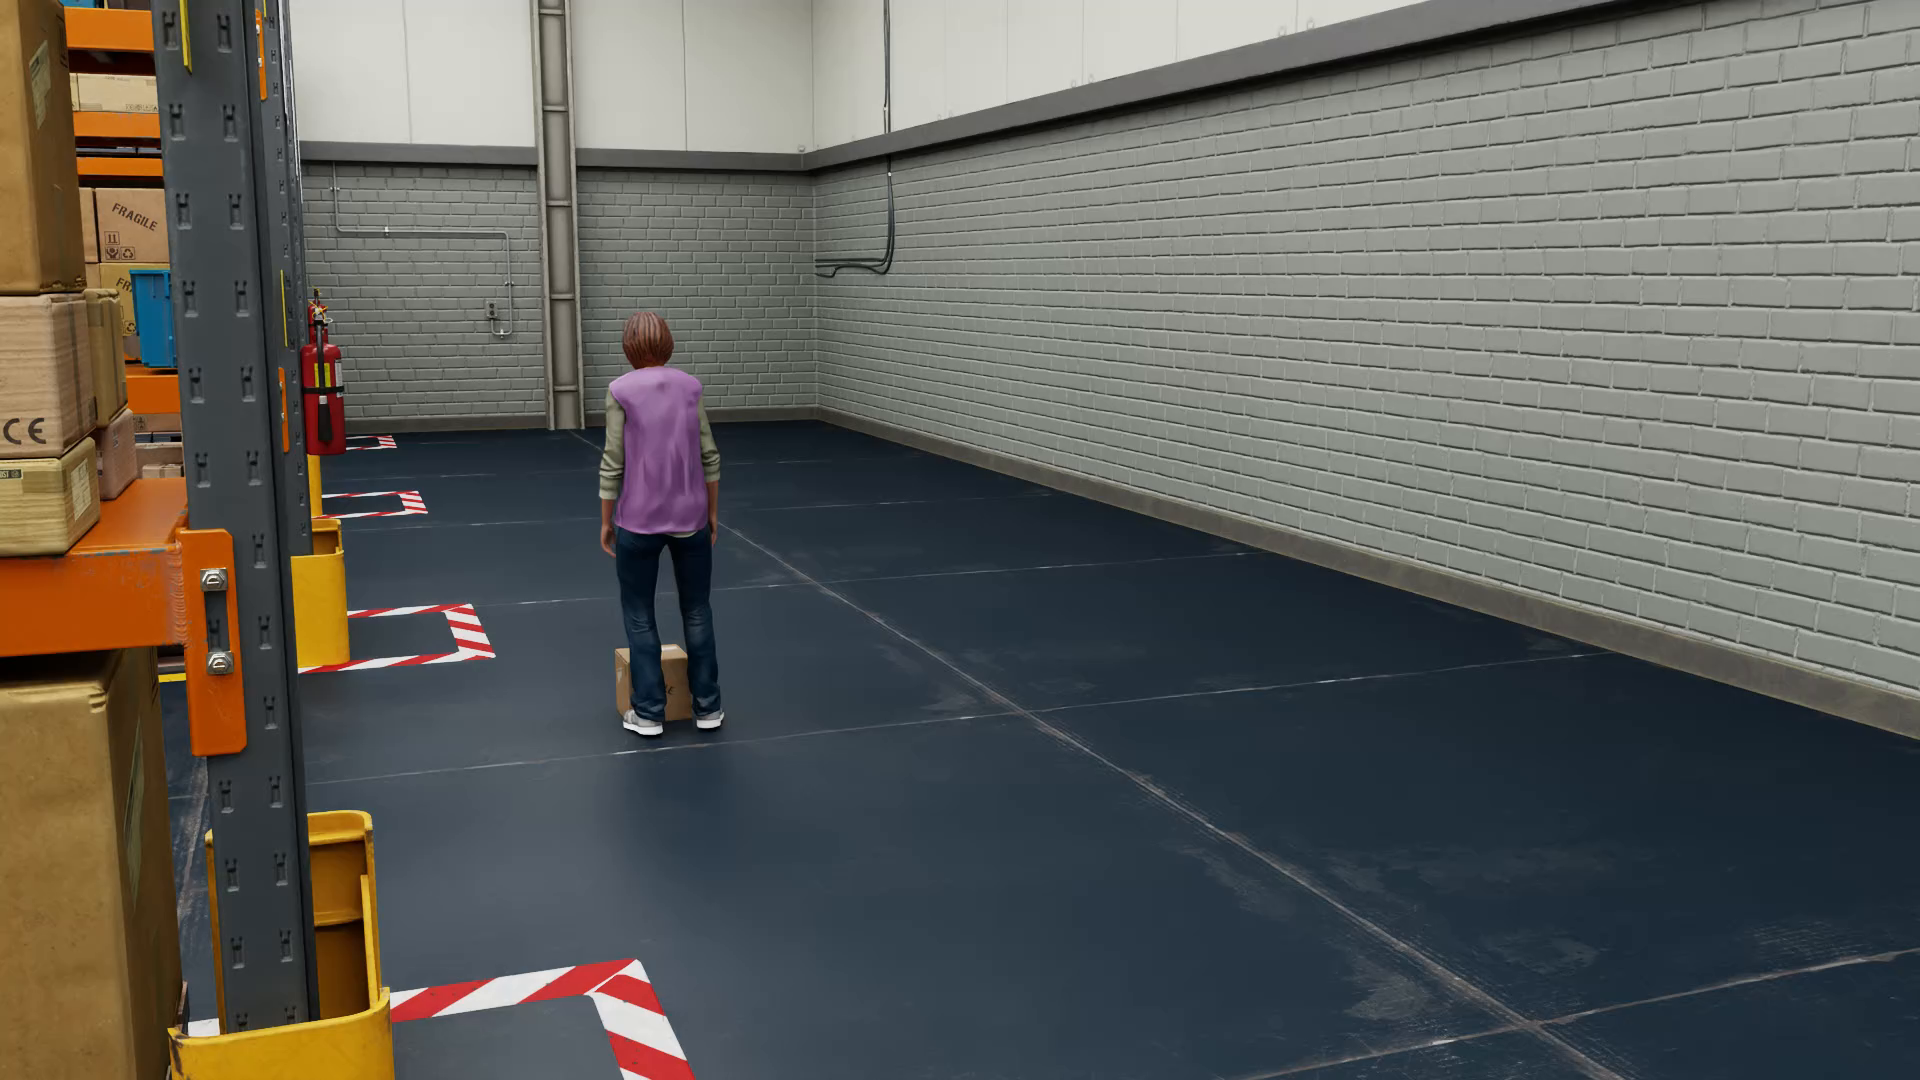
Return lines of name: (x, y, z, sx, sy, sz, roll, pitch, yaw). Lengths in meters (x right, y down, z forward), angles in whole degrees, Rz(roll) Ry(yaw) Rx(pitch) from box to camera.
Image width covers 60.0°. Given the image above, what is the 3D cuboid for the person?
person: (-1.120, -0.057, 6.260, 0.480, 1.591, 0.346, -4, 10, -24)
